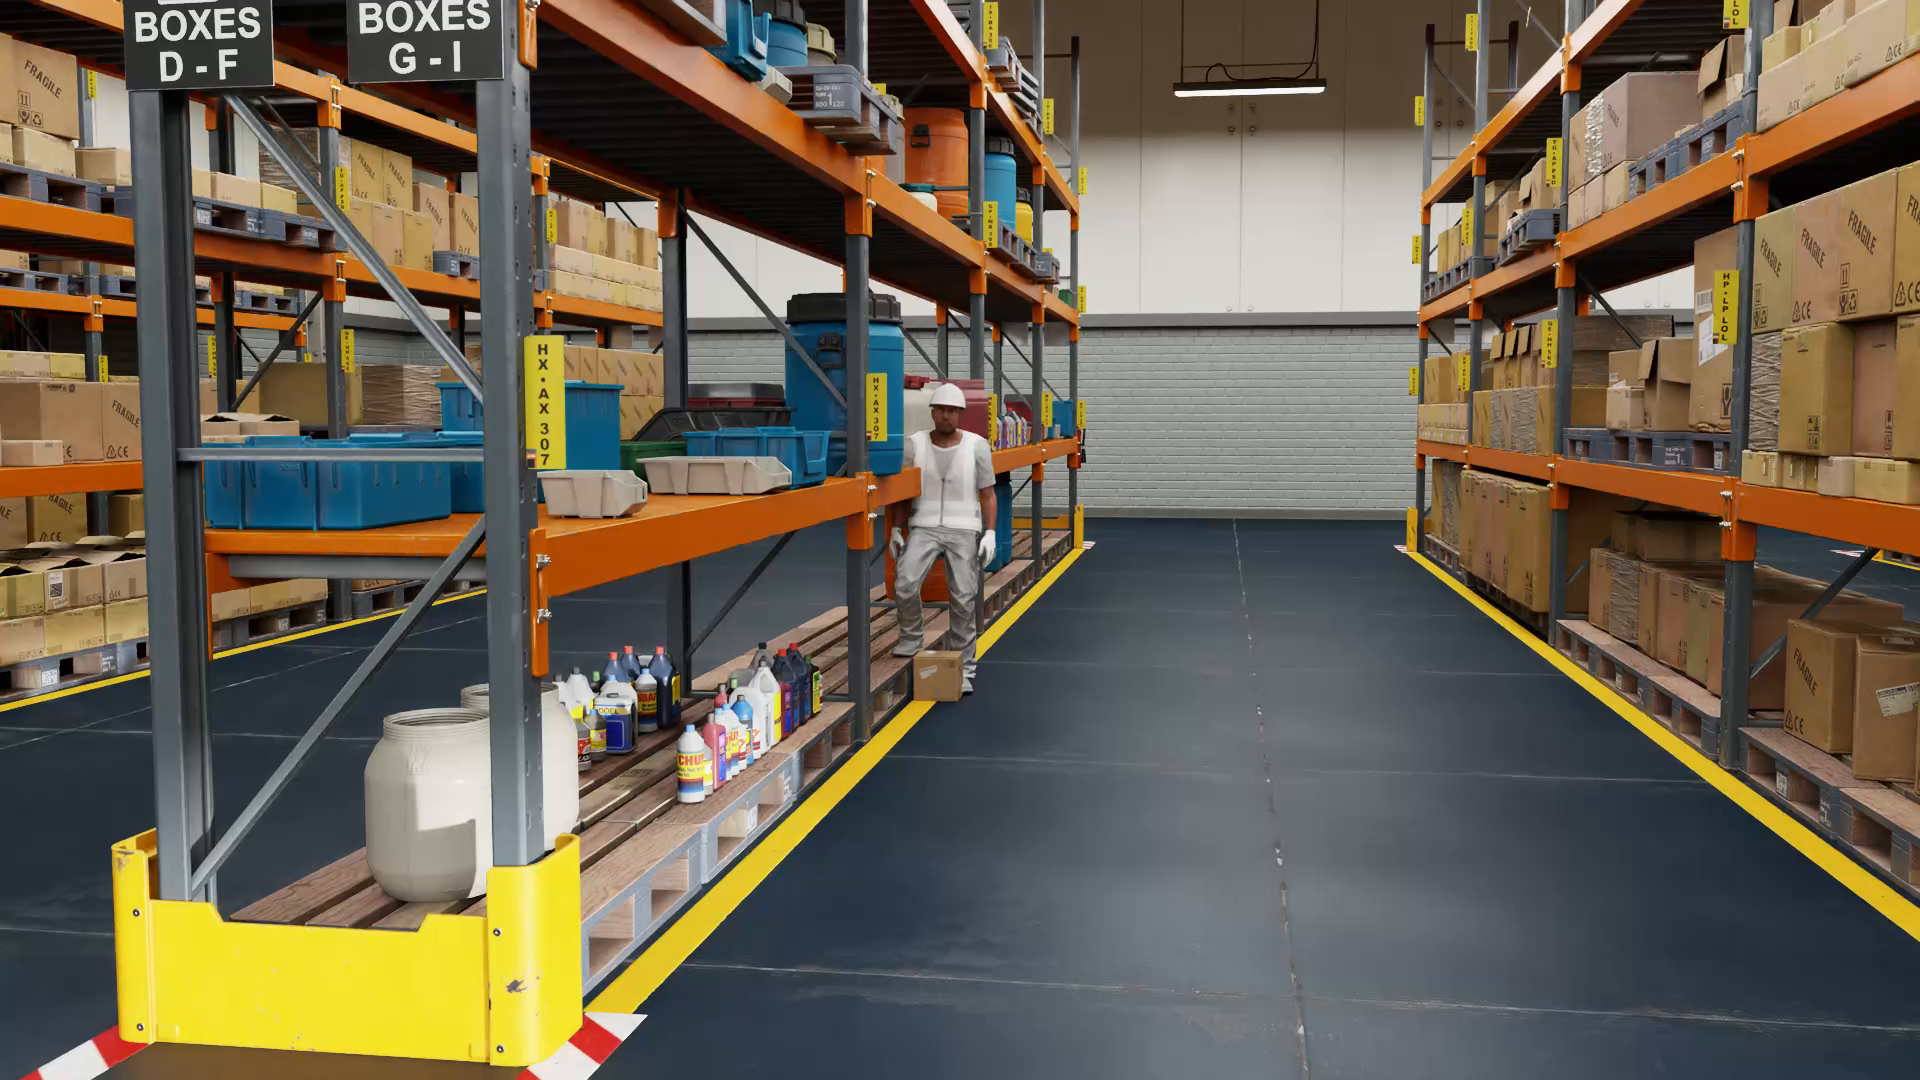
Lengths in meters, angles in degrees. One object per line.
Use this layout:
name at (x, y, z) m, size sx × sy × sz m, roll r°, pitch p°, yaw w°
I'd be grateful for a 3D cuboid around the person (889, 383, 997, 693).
person at (-0.100, -0.008, 9.563) m, size 0.622 × 1.780 × 0.519 m, roll 0°, pitch 4°, yaw 6°
